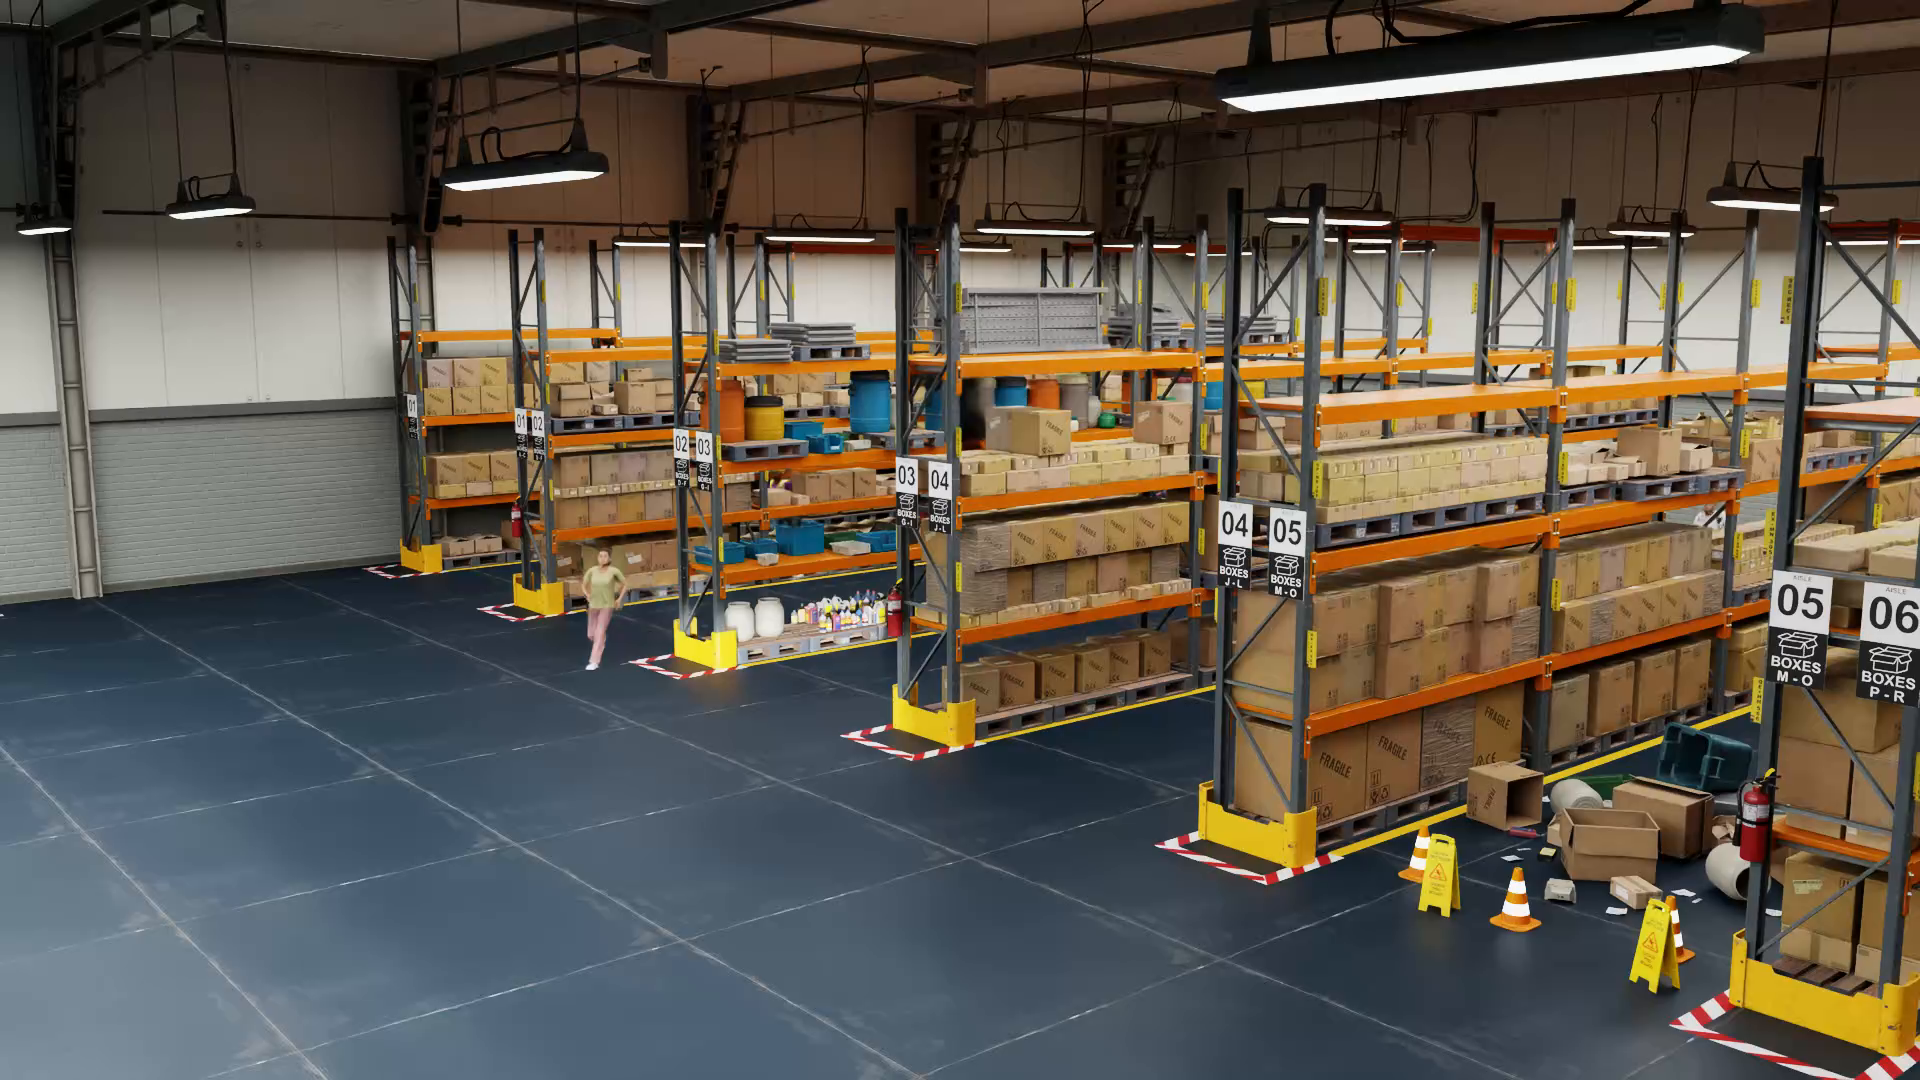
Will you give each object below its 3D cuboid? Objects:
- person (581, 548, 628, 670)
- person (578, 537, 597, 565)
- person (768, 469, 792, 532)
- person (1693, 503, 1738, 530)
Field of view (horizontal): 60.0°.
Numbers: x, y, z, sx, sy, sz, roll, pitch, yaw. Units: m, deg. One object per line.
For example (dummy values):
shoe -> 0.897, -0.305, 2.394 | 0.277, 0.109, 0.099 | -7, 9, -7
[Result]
person -> -4.821, 0.903, 22.565 | 0.615, 1.635, 0.762 | 0, 9, 0
person -> -6.367, -0.054, 28.700 | 0.609, 1.654, 0.611 | 8, 12, 41
person -> -3.421, -0.553, 31.780 | 0.708, 1.765, 0.824 | 8, 12, 42
person -> 12.451, 0.105, 27.443 | 0.741, 1.707, 0.590 | 7, 11, 40
